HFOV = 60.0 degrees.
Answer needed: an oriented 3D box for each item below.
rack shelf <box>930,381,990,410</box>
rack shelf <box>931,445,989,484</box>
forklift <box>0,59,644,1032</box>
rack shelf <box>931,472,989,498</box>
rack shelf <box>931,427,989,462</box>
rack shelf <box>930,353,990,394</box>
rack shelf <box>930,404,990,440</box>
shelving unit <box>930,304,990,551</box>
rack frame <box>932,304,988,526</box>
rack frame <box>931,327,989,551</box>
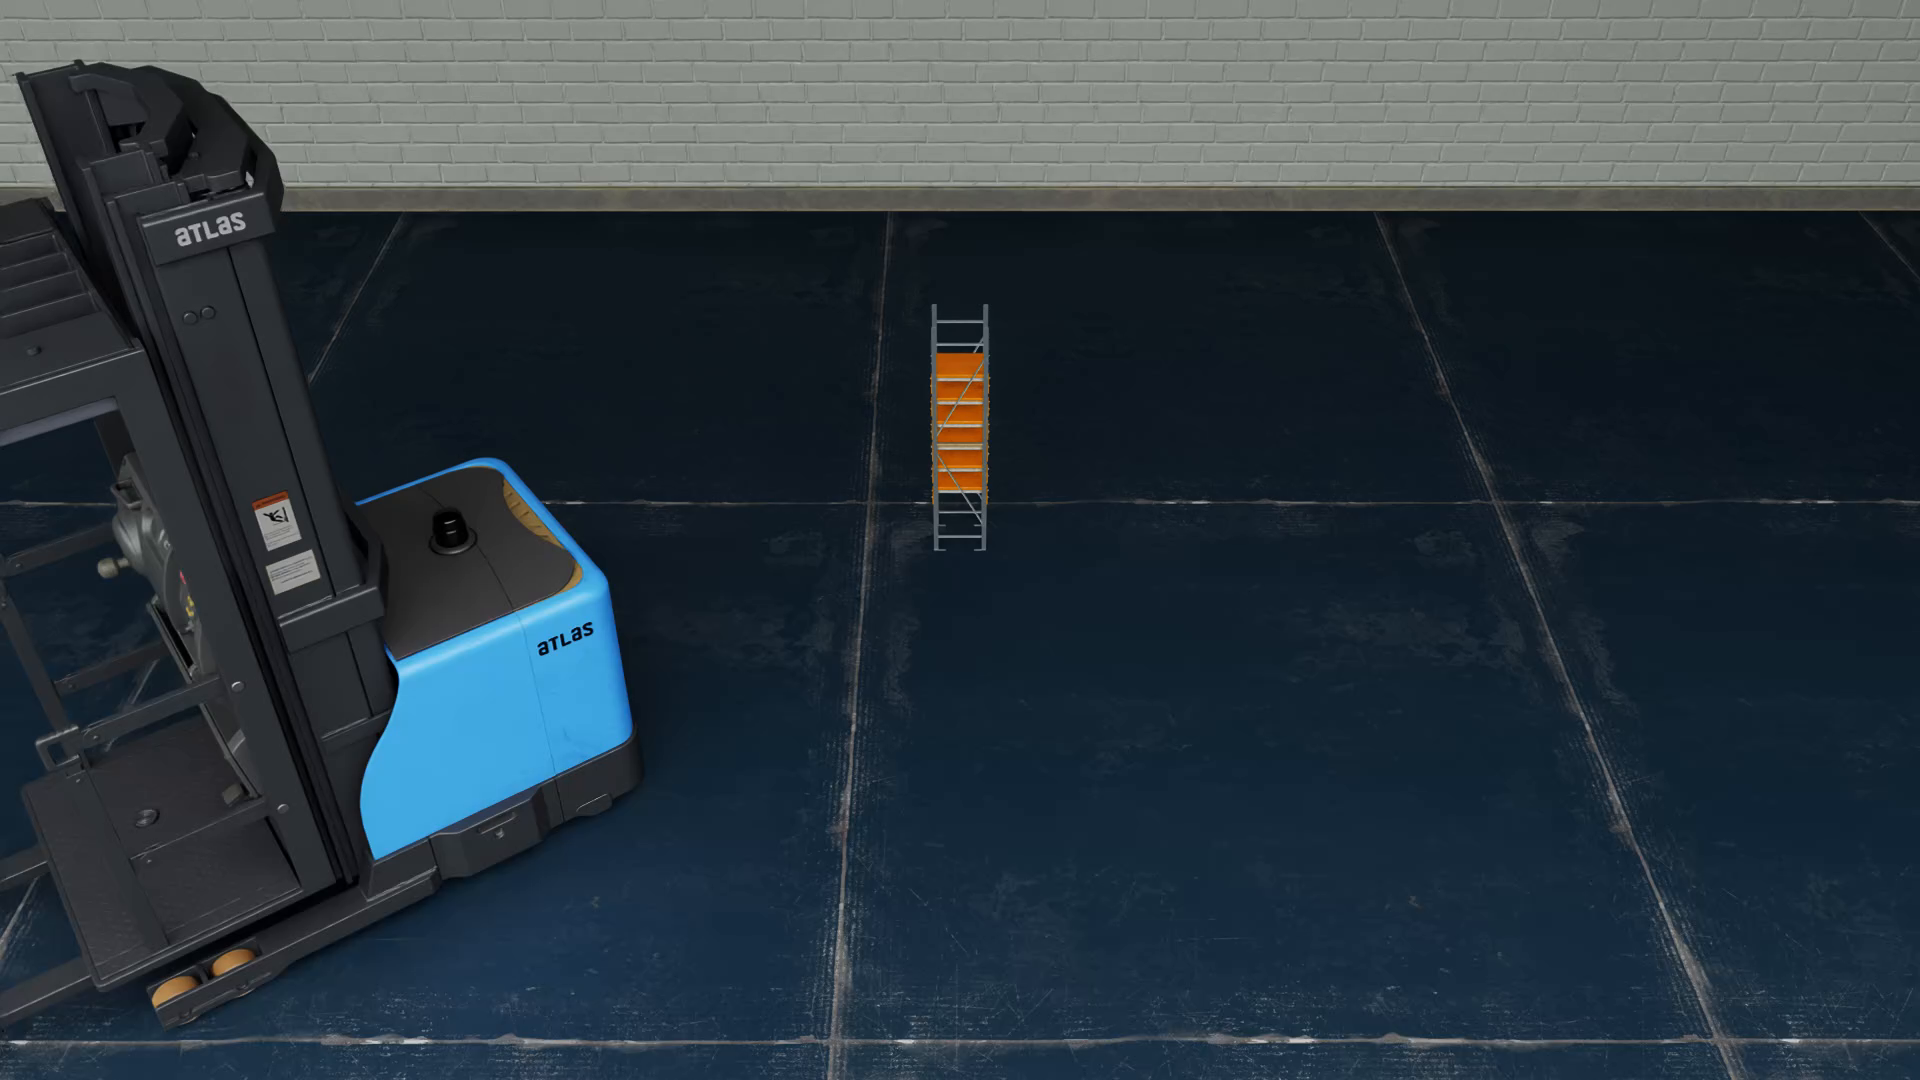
[{"bbox_3d":[0.000,-0.630,7.264,0.258,0.103,0.180,0,39,0],"label":"rack shelf"},{"bbox_3d":[0.000,-0.349,7.489,0.258,0.103,0.180,0,39,0],"label":"rack shelf"},{"bbox_3d":[-2.724,0.134,5.239,3.031,2.935,1.130,-24,45,-27],"label":"forklift"},{"bbox_3d":[0.000,-0.255,7.564,0.258,0.103,0.180,0,39,0],"label":"rack shelf"},{"bbox_3d":[0.000,-0.443,7.414,0.258,0.103,0.180,0,39,0],"label":"rack shelf"},{"bbox_3d":[0.000,-0.724,7.189,0.258,0.103,0.180,0,39,0],"label":"rack shelf"},{"bbox_3d":[0.000,-0.536,7.339,0.258,0.103,0.180,0,39,0],"label":"rack shelf"},{"bbox_3d":[0.000,-0.477,7.386,0.258,1.200,0.189,0,39,0],"label":"shelving unit"},{"bbox_3d":[0.000,-0.534,7.457,0.240,1.200,0.006,0,39,0],"label":"rack frame"},{"bbox_3d":[0.000,-0.420,7.315,0.240,1.200,0.006,0,39,0],"label":"rack frame"}]
